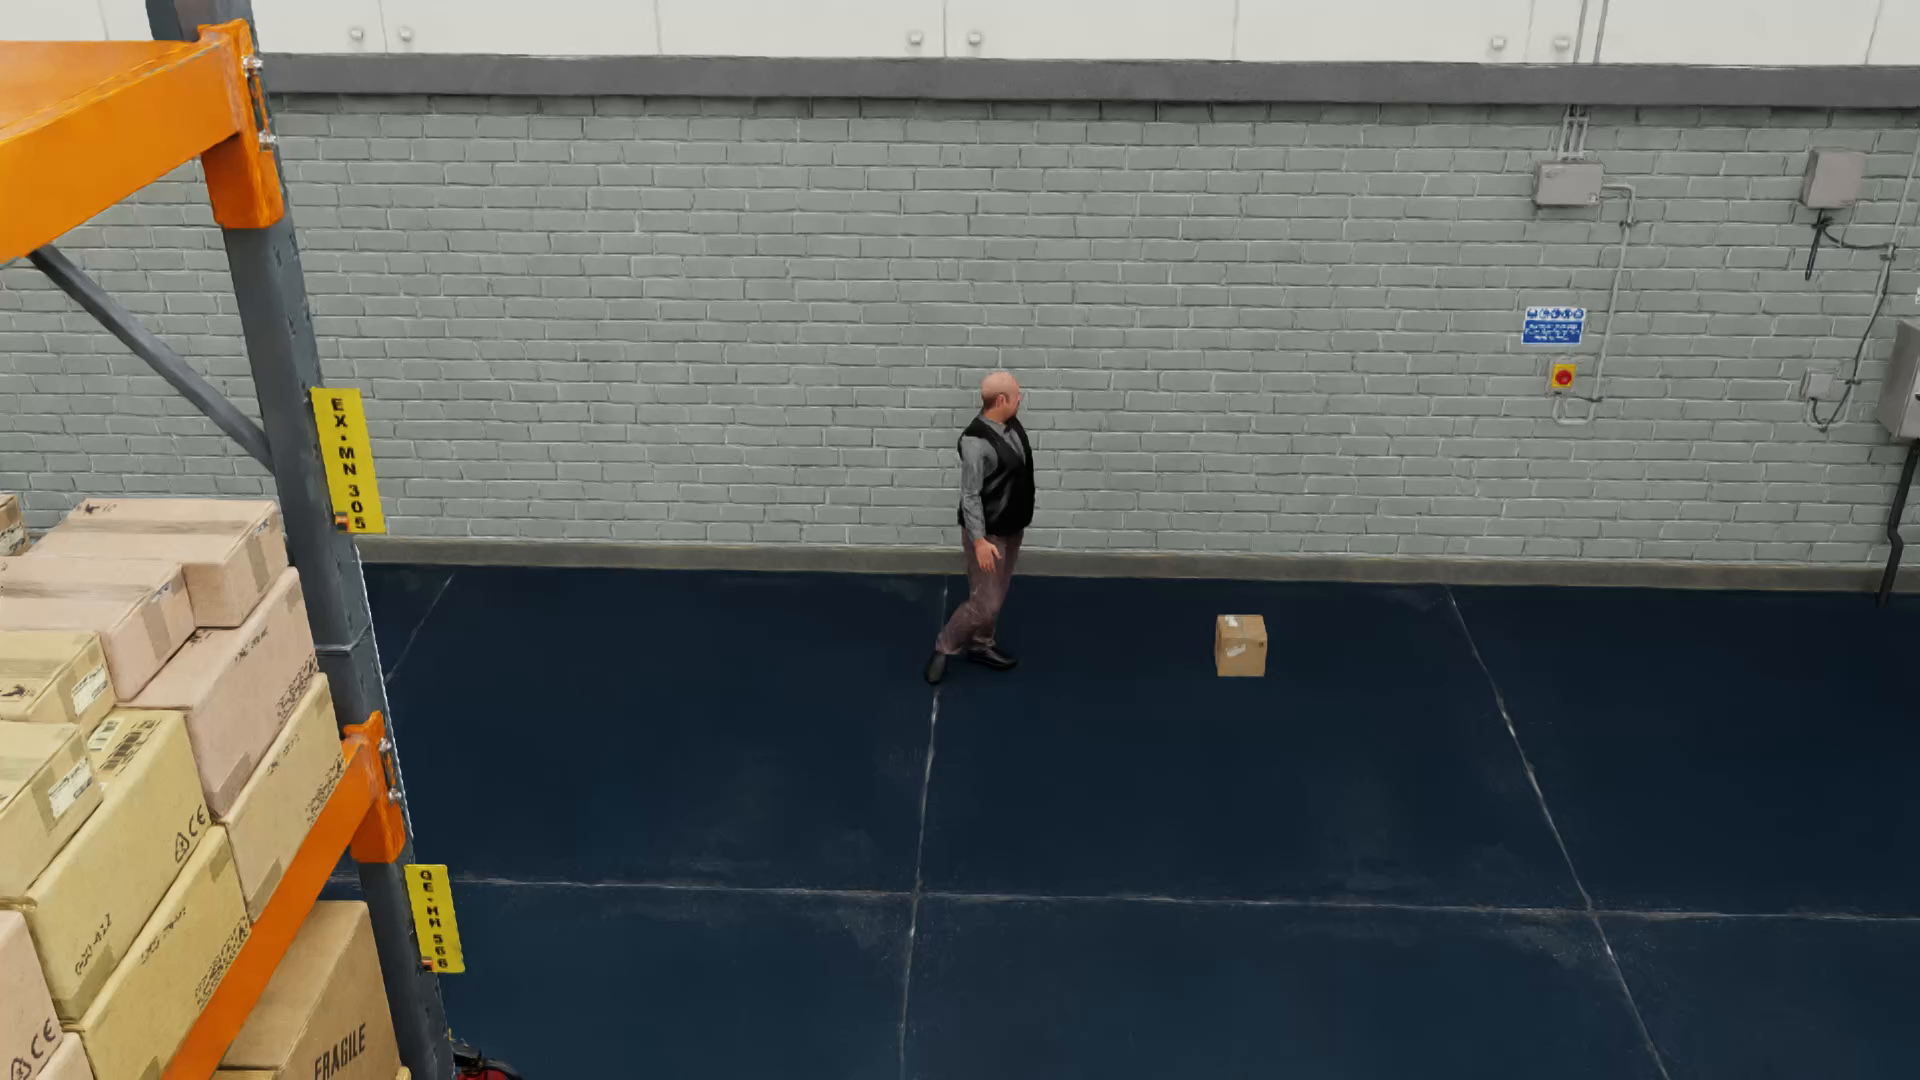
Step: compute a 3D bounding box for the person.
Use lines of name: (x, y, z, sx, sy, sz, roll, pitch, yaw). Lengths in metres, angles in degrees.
person: (0.112, -0.059, 8.724, 0.457, 1.714, 0.703, 15, 31, 26)
